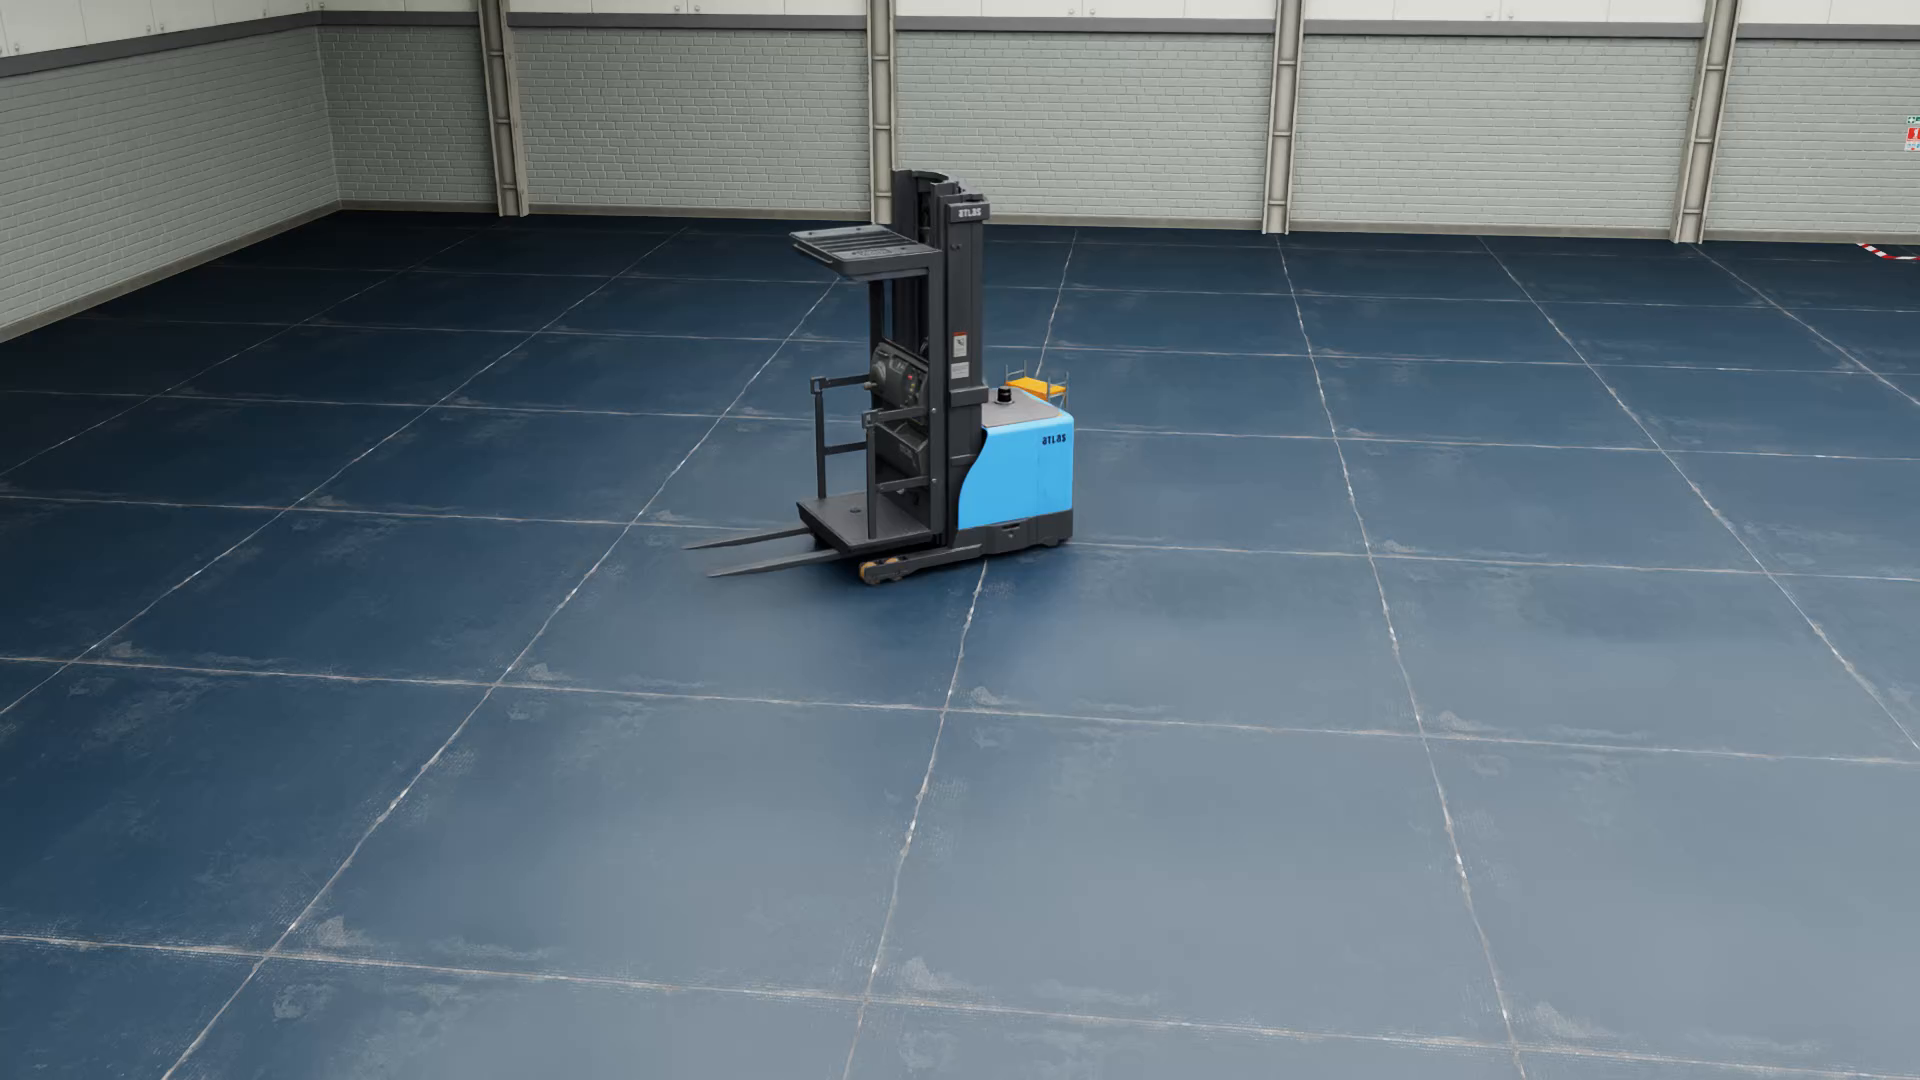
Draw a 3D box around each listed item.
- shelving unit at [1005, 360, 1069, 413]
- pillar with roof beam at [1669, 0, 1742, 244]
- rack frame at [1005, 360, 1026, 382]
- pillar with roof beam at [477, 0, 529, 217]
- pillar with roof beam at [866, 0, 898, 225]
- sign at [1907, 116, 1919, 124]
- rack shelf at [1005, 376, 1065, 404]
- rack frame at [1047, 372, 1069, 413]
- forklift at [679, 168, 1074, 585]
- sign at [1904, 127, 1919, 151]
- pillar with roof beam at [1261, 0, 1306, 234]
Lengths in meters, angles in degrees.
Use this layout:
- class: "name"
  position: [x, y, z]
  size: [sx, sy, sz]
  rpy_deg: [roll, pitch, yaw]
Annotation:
- class: "shelving unit"
  position: [0.634, -0.861, 13.985]
  size: [0.258, 1.200, 0.503]
  rpy_deg: [-19, 29, -40]
- class: "pillar with roof beam"
  position: [10.239, -7.040, 19.007]
  size: [0.400, 9.000, 9.100]
  rpy_deg: [2, 22, 6]
- class: "rack frame"
  position: [0.465, -0.926, 14.149]
  size: [0.240, 1.200, 0.015]
  rpy_deg: [-19, 29, -40]
- class: "pillar with roof beam"
  position: [-7.636, -7.819, 20.976]
  size: [0.400, 9.000, 9.100]
  rpy_deg: [2, 22, 6]
- class: "pillar with roof beam"
  position: [-1.678, -7.559, 20.320]
  size: [0.400, 9.000, 9.100]
  rpy_deg: [2, 22, 6]
- class: "sign"
  position: [13.721, -6.004, 23.777]
  size: [0.331, 0.109, 0.001]
  rpy_deg: [2, 22, 6]
- class: "rack shelf"
  position: [0.634, -1.226, 13.841]
  size: [0.258, 0.148, 0.480]
  rpy_deg: [-19, 29, -40]
- class: "rack frame"
  position: [0.802, -0.796, 13.821]
  size: [0.240, 1.200, 0.015]
  rpy_deg: [-19, 29, -40]
- class: "forklift"
  position: [-0.644, -1.246, 12.605]
  size: [3.031, 2.935, 1.130]
  rpy_deg: [-10, 24, -25]
- class: "sign"
  position: [13.717, -5.761, 23.883]
  size: [0.234, 0.329, 0.001]
  rpy_deg: [2, 22, 6]
- class: "pillar with roof beam"
  position: [4.281, -7.299, 19.663]
  size: [0.400, 9.000, 9.100]
  rpy_deg: [2, 22, 6]
